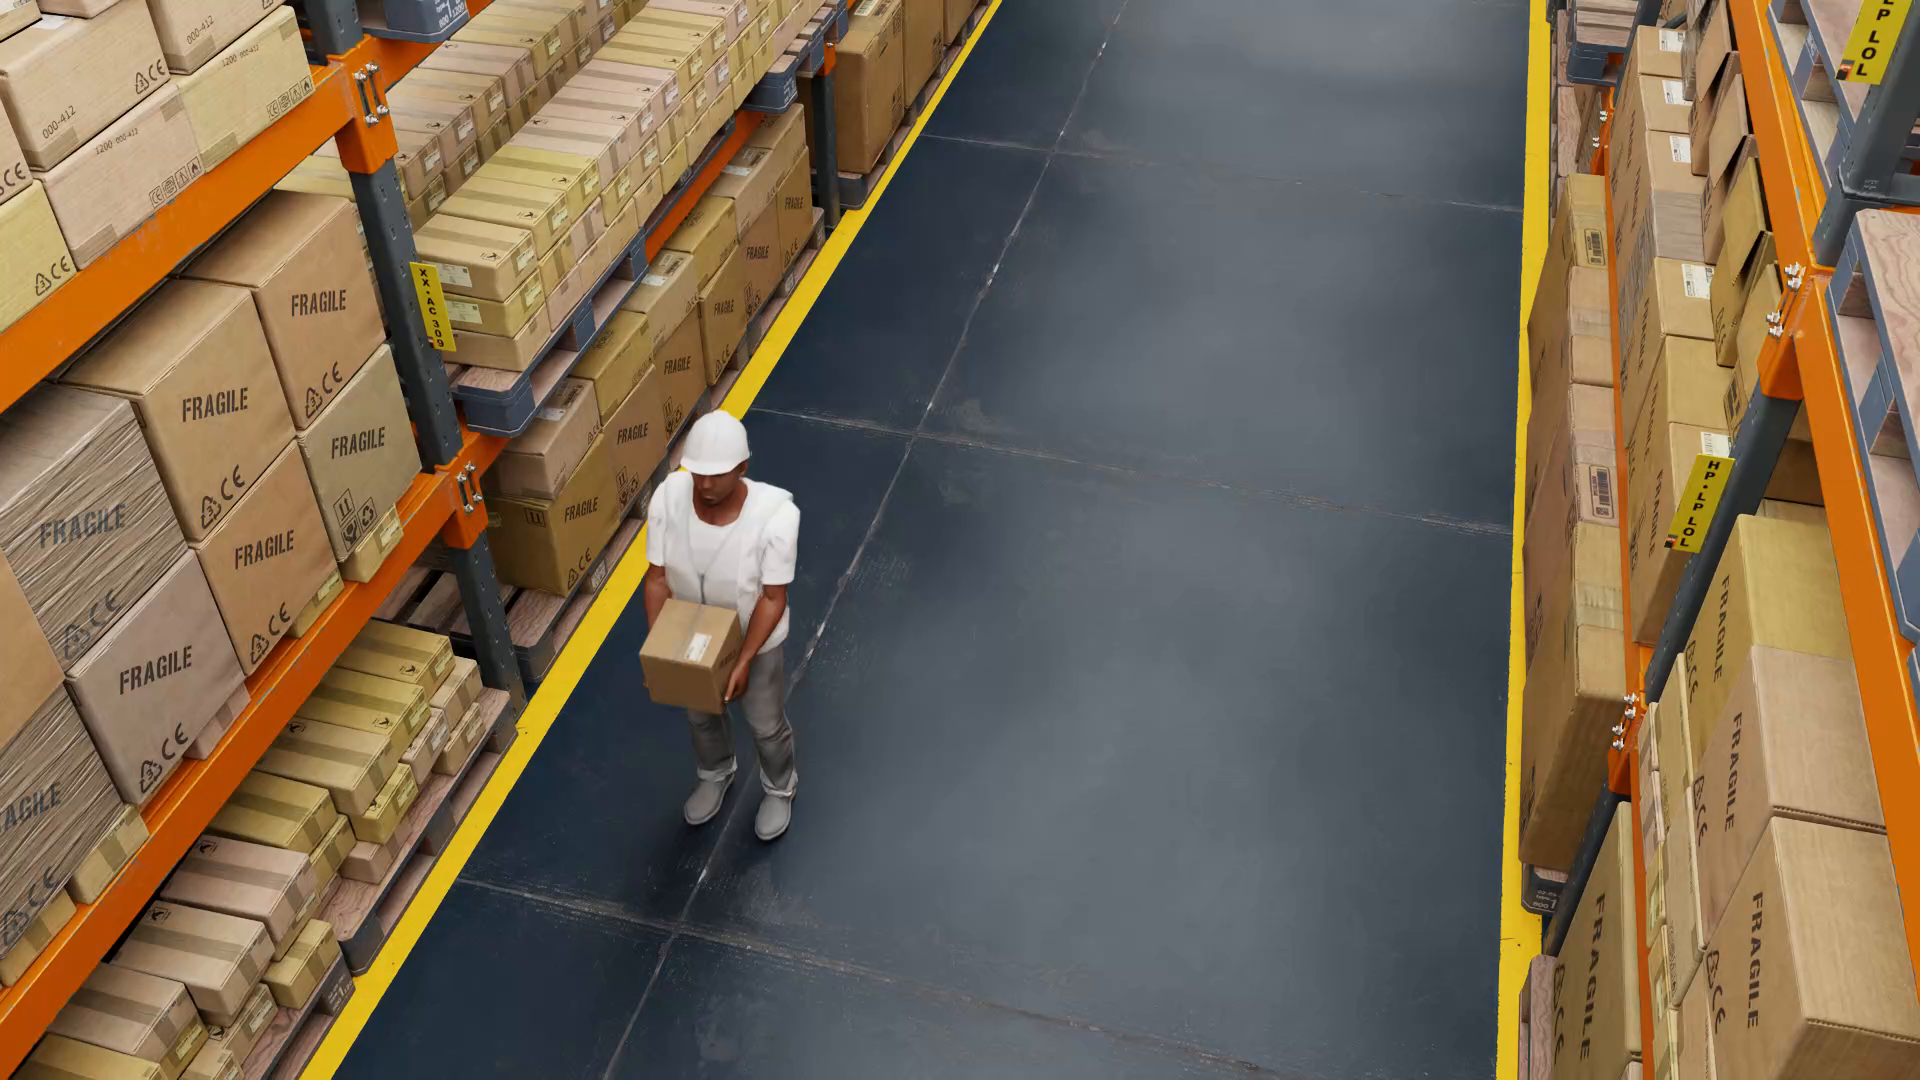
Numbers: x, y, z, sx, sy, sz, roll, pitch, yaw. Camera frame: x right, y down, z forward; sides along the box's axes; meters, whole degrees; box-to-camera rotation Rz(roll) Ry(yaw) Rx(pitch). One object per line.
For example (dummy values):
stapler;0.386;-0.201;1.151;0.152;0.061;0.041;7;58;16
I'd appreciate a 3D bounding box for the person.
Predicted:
person;-0.822;0.376;5.703;0.521;1.767;0.573;10;42;11
